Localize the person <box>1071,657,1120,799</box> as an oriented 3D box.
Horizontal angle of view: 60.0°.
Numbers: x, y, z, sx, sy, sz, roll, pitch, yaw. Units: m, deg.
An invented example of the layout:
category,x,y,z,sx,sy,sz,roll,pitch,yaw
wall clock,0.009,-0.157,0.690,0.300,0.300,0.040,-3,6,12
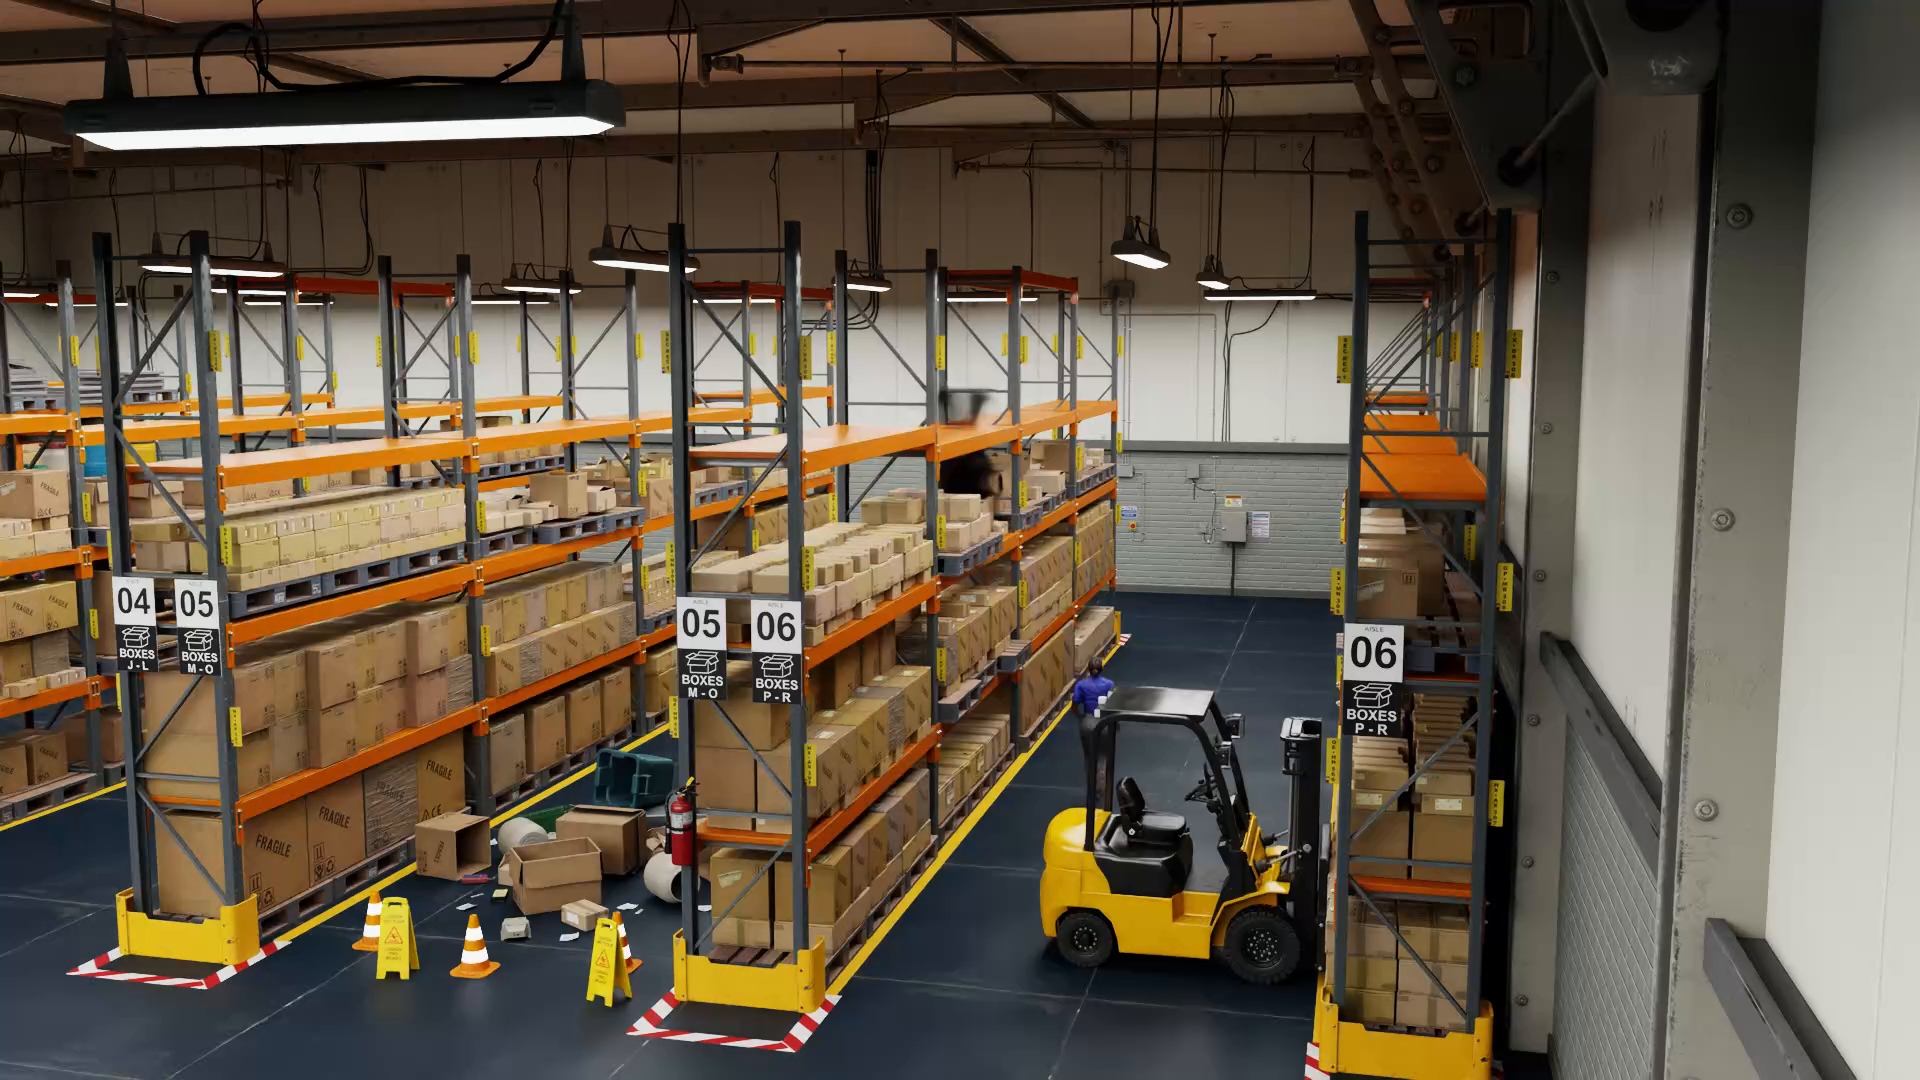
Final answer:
category,x,y,z,sx,sy,sz,roll,pitch,yaw
person,1.535,2.117,18.699,0.570,1.600,0.587,1,7,8
